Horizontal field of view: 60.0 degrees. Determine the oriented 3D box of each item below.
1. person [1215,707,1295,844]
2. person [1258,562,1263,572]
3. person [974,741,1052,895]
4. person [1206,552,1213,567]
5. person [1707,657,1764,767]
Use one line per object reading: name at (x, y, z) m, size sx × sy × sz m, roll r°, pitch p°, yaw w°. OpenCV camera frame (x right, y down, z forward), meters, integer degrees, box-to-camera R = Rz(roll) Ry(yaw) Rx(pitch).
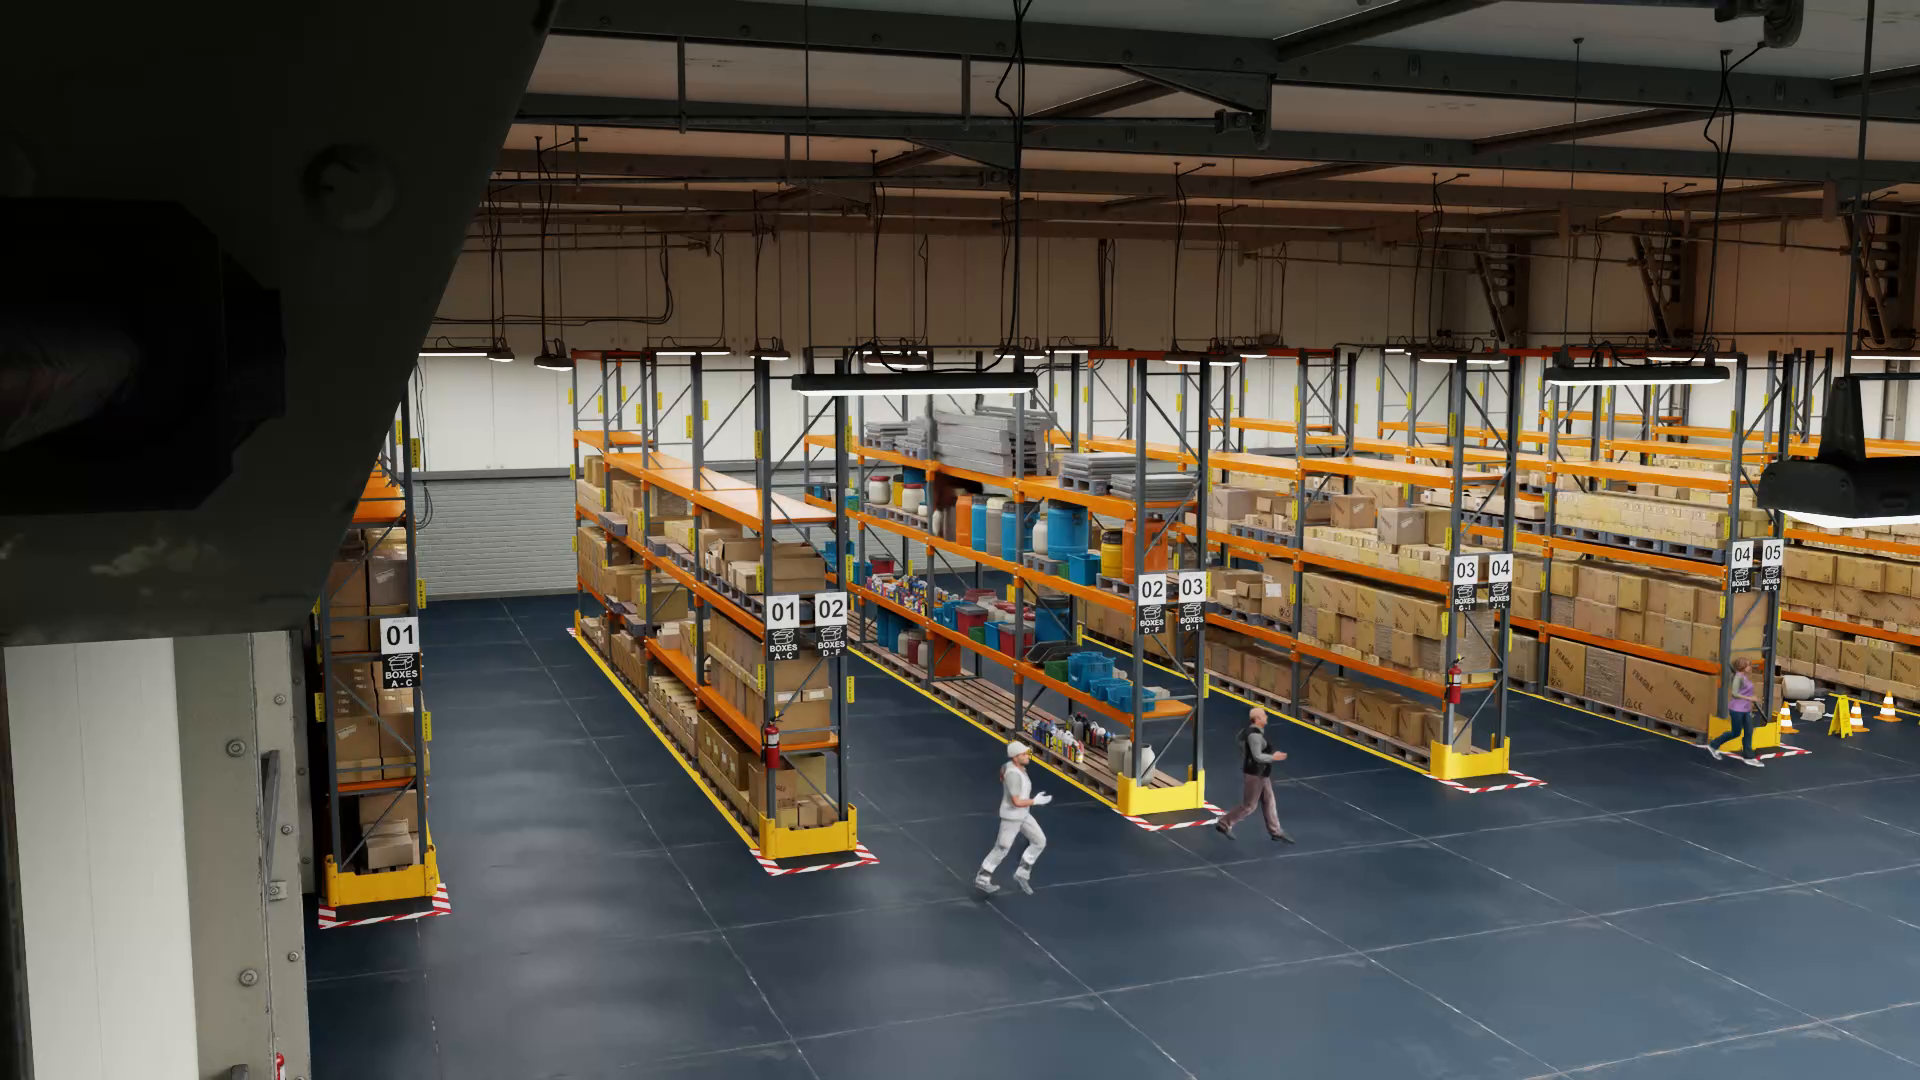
person at (3.662, 2.910, 20.494) m, size 0.955 × 1.723 × 0.669 m, roll 1°, pitch 7°, yaw 11°
person at (7.732, 0.220, 42.257) m, size 0.589 × 1.720 × 0.692 m, roll -3°, pitch 8°, yaw -20°
person at (0.619, 3.125, 18.696) m, size 0.882 × 1.789 × 0.672 m, roll 2°, pitch 7°, yaw 16°
person at (5.501, 0.862, 37.719) m, size 0.550 × 1.617 × 0.840 m, roll -2°, pitch 7°, yaw -15°
person at (11.418, 2.499, 24.384) m, size 0.792 × 1.587 × 0.558 m, roll 6°, pitch 9°, yaw 41°
